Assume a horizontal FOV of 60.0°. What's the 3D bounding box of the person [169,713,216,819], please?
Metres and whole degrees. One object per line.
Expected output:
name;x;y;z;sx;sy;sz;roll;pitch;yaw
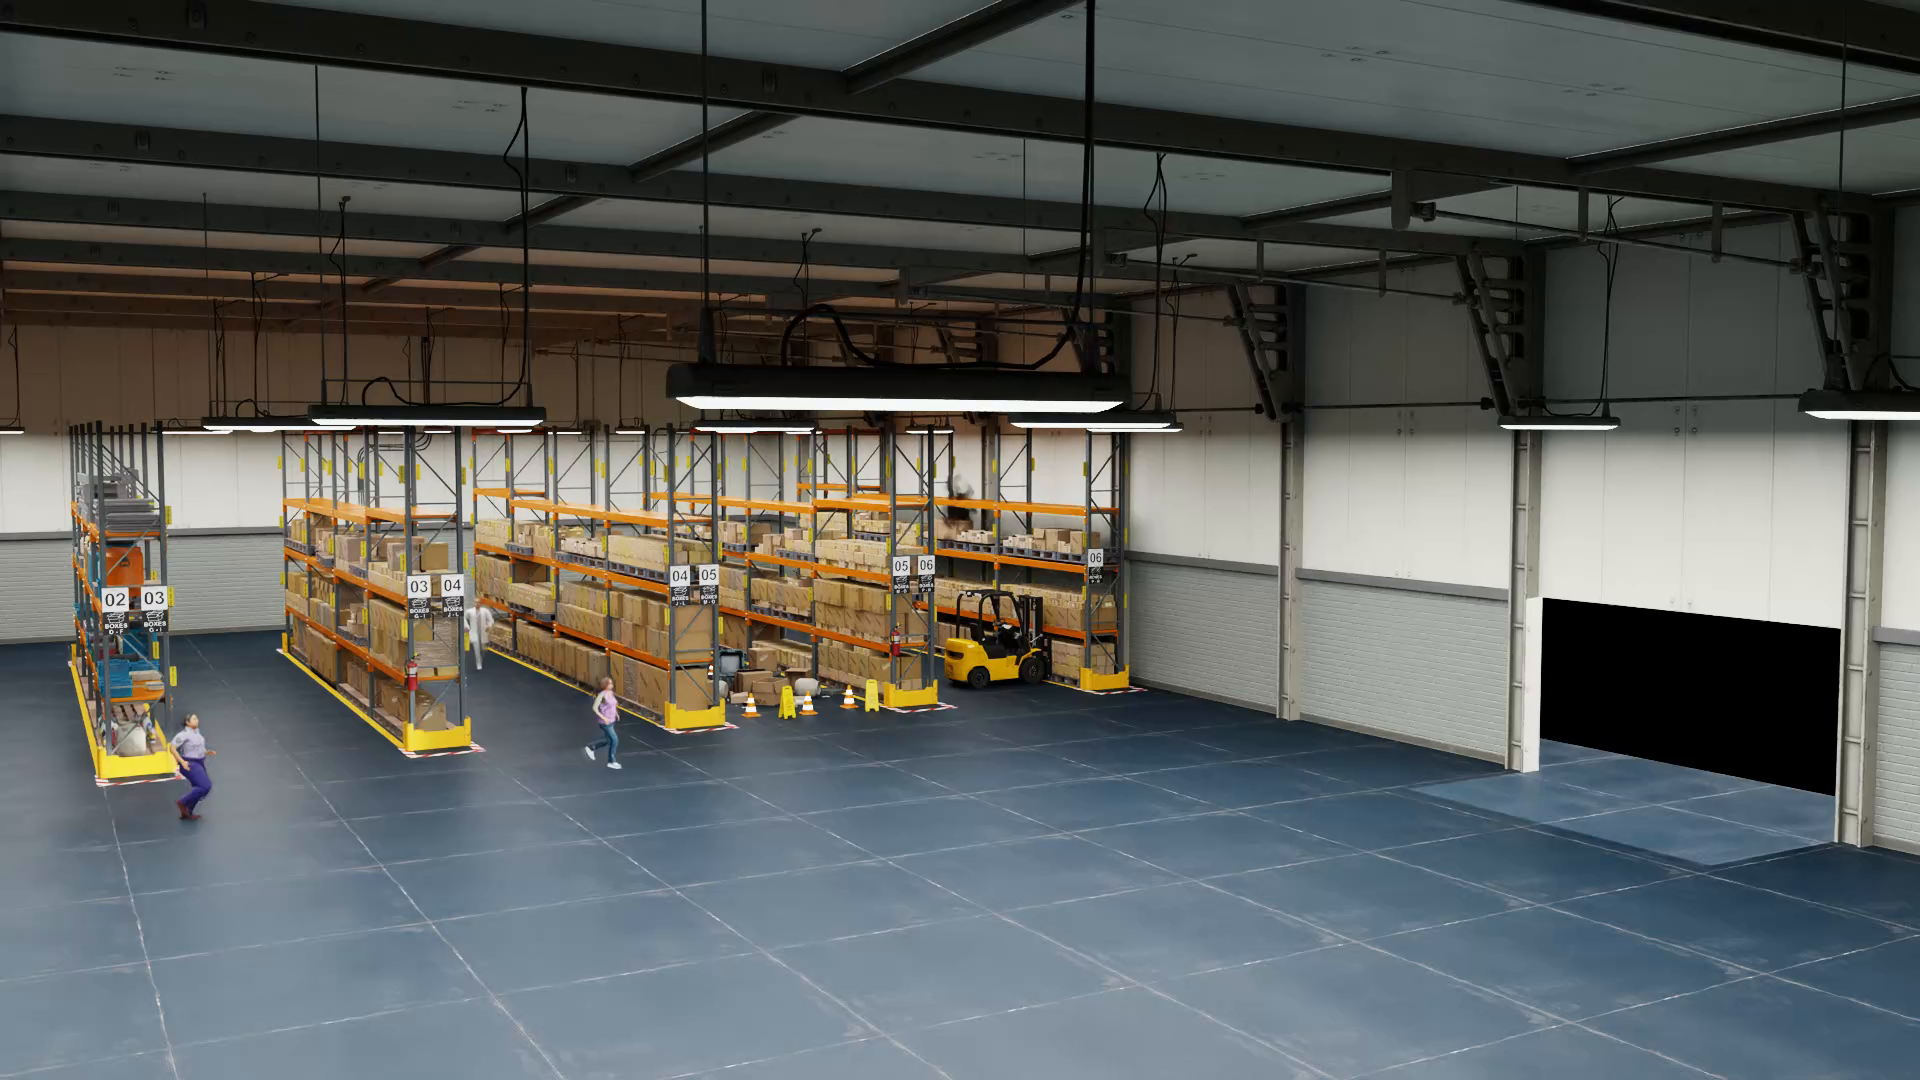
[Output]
person;-11.411;3.386;24.847;0.550;1.588;0.606;0;4;-4

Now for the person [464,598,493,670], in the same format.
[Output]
person;-11.910;2.303;41.065;0.743;1.750;0.934;-2;4;-24

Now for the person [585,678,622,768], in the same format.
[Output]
person;-6.202;3.165;28.845;0.705;1.577;0.557;1;4;11
